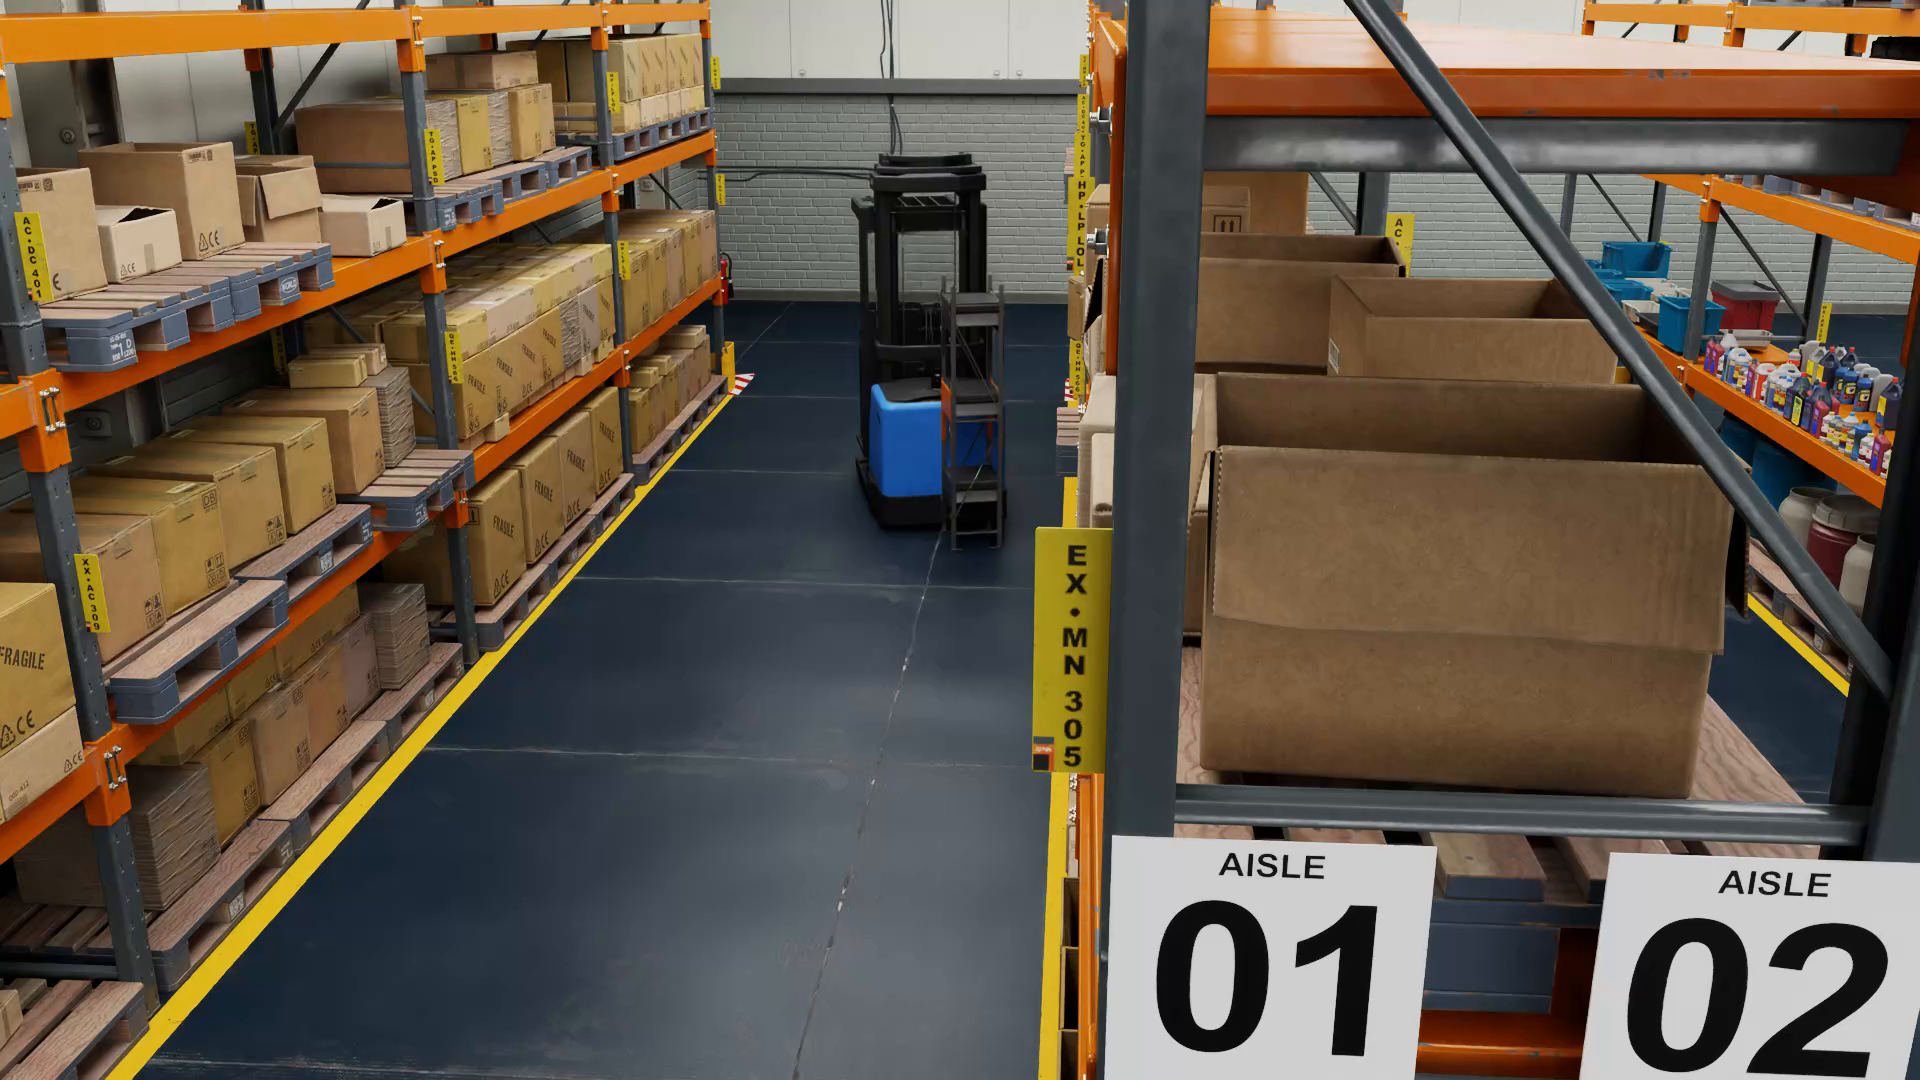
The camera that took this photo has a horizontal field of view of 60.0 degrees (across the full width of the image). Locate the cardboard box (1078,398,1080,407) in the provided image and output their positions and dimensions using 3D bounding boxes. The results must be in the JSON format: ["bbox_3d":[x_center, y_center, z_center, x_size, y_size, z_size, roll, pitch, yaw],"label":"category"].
[{"bbox_3d":[1.300,-0.966,14.862,0.500,0.500,0.500,1,18,4],"label":"cardboard box"}]

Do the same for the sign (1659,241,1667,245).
[{"bbox_3d":[7.319,-2.962,17.384,0.100,0.325,0.005,1,18,4],"label":"sign"}]

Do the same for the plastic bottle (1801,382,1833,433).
[{"bbox_3d":[5.934,-0.923,11.501,0.144,0.351,0.185,1,18,4],"label":"plastic bottle"}]

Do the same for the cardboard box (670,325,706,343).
[{"bbox_3d":[-2.890,-2.170,17.525,0.380,0.149,0.250,1,18,3],"label":"cardboard box"}]

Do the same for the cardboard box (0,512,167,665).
[{"bbox_3d":[-3.902,0.200,7.129,0.700,0.500,0.500,1,18,4],"label":"cardboard box"}]

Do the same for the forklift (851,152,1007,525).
[{"bbox_3d":[-0.353,-1.930,14.607,1.130,2.935,3.031,-3,18,-8],"label":"forklift"}]

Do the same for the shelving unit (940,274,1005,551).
[{"bbox_3d":[0.092,-0.995,13.089,0.431,2.100,0.503,-3,18,-9],"label":"shelving unit"}]

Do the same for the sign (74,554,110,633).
[{"bbox_3d":[-3.431,0.212,6.568,0.100,0.325,0.005,1,18,4],"label":"sign"}]

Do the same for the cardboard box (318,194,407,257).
[{"bbox_3d":[-3.468,-1.791,9.367,0.500,0.311,0.500,1,18,4],"label":"cardboard box"}]

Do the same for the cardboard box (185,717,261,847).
[{"bbox_3d":[-3.949,1.202,8.245,0.700,0.500,0.500,1,18,3],"label":"cardboard box"}]

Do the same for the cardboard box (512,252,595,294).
[{"bbox_3d":[-3.224,-2.116,13.190,0.500,0.250,0.500,2,18,5],"label":"cardboard box"}]

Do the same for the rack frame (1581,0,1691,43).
[{"bbox_3d":[6.769,-5.743,16.498,1.000,3.000,0.127,1,18,4],"label":"rack frame"}]

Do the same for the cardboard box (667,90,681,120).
[{"bbox_3d":[-2.969,-4.158,15.883,0.500,0.250,0.500,1,18,2],"label":"cardboard box"}]

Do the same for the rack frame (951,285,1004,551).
[{"bbox_3d":[0.132,-0.921,12.860,0.400,2.100,0.015,-3,18,-9],"label":"rack frame"}]

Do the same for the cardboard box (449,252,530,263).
[{"bbox_3d":[-3.723,-2.126,13.219,0.500,0.250,0.500,1,18,5],"label":"cardboard box"}]

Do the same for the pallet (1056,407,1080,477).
[{"bbox_3d":[1.234,-0.640,10.867,1.213,0.211,1.003,1,18,4],"label":"pallet"}]

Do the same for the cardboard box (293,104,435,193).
[{"bbox_3d":[-3.709,-2.460,10.428,0.700,0.500,0.500,0,18,0],"label":"cardboard box"}]

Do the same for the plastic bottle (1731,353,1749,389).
[{"bbox_3d":[6.007,-1.304,12.793,0.097,0.271,0.097,0,18,0],"label":"plastic bottle"}]

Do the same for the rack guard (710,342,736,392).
[{"bbox_3d":[-3.111,-1.933,18.519,1.175,0.500,0.348,1,18,4],"label":"rack guard"}]

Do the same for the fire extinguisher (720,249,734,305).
[{"bbox_3d":[-2.641,-2.936,18.288,0.296,0.674,0.183,1,18,4],"label":"fire extinguisher"}]

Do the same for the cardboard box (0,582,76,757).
[{"bbox_3d":[-3.698,0.473,6.167,0.500,0.500,0.500,1,18,4],"label":"cardboard box"}]

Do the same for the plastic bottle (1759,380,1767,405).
[{"bbox_3d":[5.967,-1.097,12.273,0.097,0.201,0.097,0,18,0],"label":"plastic bottle"}]

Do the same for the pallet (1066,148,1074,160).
[{"bbox_3d":[1.425,-2.897,12.930,1.213,0.211,1.003,1,18,4],"label":"pallet"}]

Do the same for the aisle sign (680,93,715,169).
[{"bbox_3d":[-2.808,-4.364,17.750,0.394,0.787,0.004,1,18,4],"label":"aisle sign"}]

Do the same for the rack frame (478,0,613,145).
[{"bbox_3d":[-3.399,-4.722,13.381,1.000,3.000,0.127,1,18,4],"label":"rack frame"}]

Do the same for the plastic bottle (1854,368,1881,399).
[{"bbox_3d":[6.705,-1.149,12.312,0.152,0.276,0.135,1,18,4],"label":"plastic bottle"}]

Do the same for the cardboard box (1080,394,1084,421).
[{"bbox_3d":[1.188,-0.964,10.714,0.700,0.500,0.500,-5,19,-15],"label":"cardboard box"}]

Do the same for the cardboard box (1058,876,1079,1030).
[{"bbox_3d":[0.623,1.611,6.227,0.500,0.500,0.500,1,18,4],"label":"cardboard box"}]

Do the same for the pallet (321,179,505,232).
[{"bbox_3d":[-3.693,-2.165,10.700,1.213,0.211,1.003,2,18,6],"label":"pallet"}]

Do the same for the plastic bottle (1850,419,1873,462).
[{"bbox_3d":[5.856,-0.649,10.793,0.097,0.271,0.097,0,18,0],"label":"plastic bottle"}]

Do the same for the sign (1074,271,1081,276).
[{"bbox_3d":[1.000,-2.183,13.876,0.100,0.325,0.005,1,18,4],"label":"sign"}]

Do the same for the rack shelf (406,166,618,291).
[{"bbox_3d":[-3.542,-2.333,12.065,1.077,0.370,4.000,1,18,4],"label":"rack shelf"}]

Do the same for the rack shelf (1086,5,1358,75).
[{"bbox_3d":[1.112,-2.217,7.535,1.077,0.370,4.000,1,18,4],"label":"rack shelf"}]

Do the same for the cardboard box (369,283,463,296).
[{"bbox_3d":[-3.831,-1.650,11.766,0.500,0.250,0.500,1,18,3],"label":"cardboard box"}]

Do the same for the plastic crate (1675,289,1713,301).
[{"bbox_3d":[6.776,-2.092,15.084,0.437,0.282,0.530,1,18,4],"label":"plastic crate"}]

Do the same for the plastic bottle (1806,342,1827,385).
[{"bbox_3d":[6.599,-1.337,12.764,0.144,0.351,0.185,1,18,4],"label":"plastic bottle"}]

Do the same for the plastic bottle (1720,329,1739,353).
[{"bbox_3d":[6.131,-1.512,13.298,0.144,0.351,0.185,1,18,4],"label":"plastic bottle"}]

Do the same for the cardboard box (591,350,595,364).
[{"bbox_3d":[-3.199,-1.491,13.529,0.380,0.149,0.250,2,18,6],"label":"cardboard box"}]

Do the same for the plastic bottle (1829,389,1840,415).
[{"bbox_3d":[6.038,-0.896,11.528,0.061,0.283,0.133,1,18,4],"label":"plastic bottle"}]

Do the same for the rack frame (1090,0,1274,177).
[{"bbox_3d":[1.255,-3.370,9.256,1.000,3.000,0.127,1,18,4],"label":"rack frame"}]

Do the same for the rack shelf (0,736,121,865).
[{"bbox_3d":[-4.116,1.577,4.949,1.077,0.370,4.000,1,18,4],"label":"rack shelf"}]

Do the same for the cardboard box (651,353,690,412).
[{"bbox_3d":[-3.134,-1.594,16.809,0.700,0.500,0.500,1,18,2],"label":"cardboard box"}]

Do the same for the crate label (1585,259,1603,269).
[{"bbox_3d":[6.423,-2.772,17.237,0.416,0.233,0.303,1,18,4],"label":"crate label"}]

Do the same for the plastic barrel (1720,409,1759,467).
[{"bbox_3d":[6.426,-0.684,13.387,0.600,0.901,0.708,1,18,4],"label":"plastic barrel"}]

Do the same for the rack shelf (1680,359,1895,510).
[{"bbox_3d":[6.339,-0.687,11.857,1.077,0.370,4.000,1,18,4],"label":"rack shelf"}]

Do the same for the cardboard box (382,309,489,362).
[{"bbox_3d":[-3.394,-1.327,10.782,0.500,0.250,0.500,2,18,5],"label":"cardboard box"}]

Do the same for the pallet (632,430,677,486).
[{"bbox_3d":[-3.267,-0.780,15.465,1.003,0.211,1.213,1,18,4],"label":"pallet"}]

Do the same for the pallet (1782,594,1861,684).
[{"bbox_3d":[6.211,0.672,11.033,1.003,0.211,1.213,1,18,4],"label":"pallet"}]

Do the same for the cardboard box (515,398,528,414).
[{"bbox_3d":[-3.367,-1.016,12.078,0.380,0.149,0.250,2,18,5],"label":"cardboard box"}]

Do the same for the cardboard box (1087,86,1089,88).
[{"bbox_3d":[1.532,-4.442,16.782,0.500,0.250,0.500,1,18,4],"label":"cardboard box"}]

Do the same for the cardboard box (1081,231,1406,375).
[{"bbox_3d":[0.725,-0.509,4.276,0.797,0.503,0.637,3,18,10],"label":"cardboard box"}]

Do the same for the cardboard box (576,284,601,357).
[{"bbox_3d":[-3.207,-1.762,13.311,0.500,0.500,0.500,1,18,4],"label":"cardboard box"}]

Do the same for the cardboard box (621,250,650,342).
[{"bbox_3d":[-3.344,-2.182,14.782,0.980,0.700,0.700,2,18,5],"label":"cardboard box"}]

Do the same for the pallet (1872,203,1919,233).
[{"bbox_3d":[6.348,-1.978,10.130,1.003,0.211,1.213,1,18,4],"label":"pallet"}]

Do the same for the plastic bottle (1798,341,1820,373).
[{"bbox_3d":[6.777,-1.461,13.264,0.152,0.276,0.135,1,18,4],"label":"plastic bottle"}]

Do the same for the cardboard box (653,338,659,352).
[{"bbox_3d":[-3.307,-2.022,17.074,0.380,0.149,0.250,1,18,4],"label":"cardboard box"}]

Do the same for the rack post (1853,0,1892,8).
[{"bbox_3d":[6.464,-3.632,10.857,0.937,0.300,0.954,3,18,10],"label":"rack post"}]

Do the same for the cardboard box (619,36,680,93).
[{"bbox_3d":[-2.968,-4.520,15.784,0.500,0.500,0.500,0,18,1],"label":"cardboard box"}]
